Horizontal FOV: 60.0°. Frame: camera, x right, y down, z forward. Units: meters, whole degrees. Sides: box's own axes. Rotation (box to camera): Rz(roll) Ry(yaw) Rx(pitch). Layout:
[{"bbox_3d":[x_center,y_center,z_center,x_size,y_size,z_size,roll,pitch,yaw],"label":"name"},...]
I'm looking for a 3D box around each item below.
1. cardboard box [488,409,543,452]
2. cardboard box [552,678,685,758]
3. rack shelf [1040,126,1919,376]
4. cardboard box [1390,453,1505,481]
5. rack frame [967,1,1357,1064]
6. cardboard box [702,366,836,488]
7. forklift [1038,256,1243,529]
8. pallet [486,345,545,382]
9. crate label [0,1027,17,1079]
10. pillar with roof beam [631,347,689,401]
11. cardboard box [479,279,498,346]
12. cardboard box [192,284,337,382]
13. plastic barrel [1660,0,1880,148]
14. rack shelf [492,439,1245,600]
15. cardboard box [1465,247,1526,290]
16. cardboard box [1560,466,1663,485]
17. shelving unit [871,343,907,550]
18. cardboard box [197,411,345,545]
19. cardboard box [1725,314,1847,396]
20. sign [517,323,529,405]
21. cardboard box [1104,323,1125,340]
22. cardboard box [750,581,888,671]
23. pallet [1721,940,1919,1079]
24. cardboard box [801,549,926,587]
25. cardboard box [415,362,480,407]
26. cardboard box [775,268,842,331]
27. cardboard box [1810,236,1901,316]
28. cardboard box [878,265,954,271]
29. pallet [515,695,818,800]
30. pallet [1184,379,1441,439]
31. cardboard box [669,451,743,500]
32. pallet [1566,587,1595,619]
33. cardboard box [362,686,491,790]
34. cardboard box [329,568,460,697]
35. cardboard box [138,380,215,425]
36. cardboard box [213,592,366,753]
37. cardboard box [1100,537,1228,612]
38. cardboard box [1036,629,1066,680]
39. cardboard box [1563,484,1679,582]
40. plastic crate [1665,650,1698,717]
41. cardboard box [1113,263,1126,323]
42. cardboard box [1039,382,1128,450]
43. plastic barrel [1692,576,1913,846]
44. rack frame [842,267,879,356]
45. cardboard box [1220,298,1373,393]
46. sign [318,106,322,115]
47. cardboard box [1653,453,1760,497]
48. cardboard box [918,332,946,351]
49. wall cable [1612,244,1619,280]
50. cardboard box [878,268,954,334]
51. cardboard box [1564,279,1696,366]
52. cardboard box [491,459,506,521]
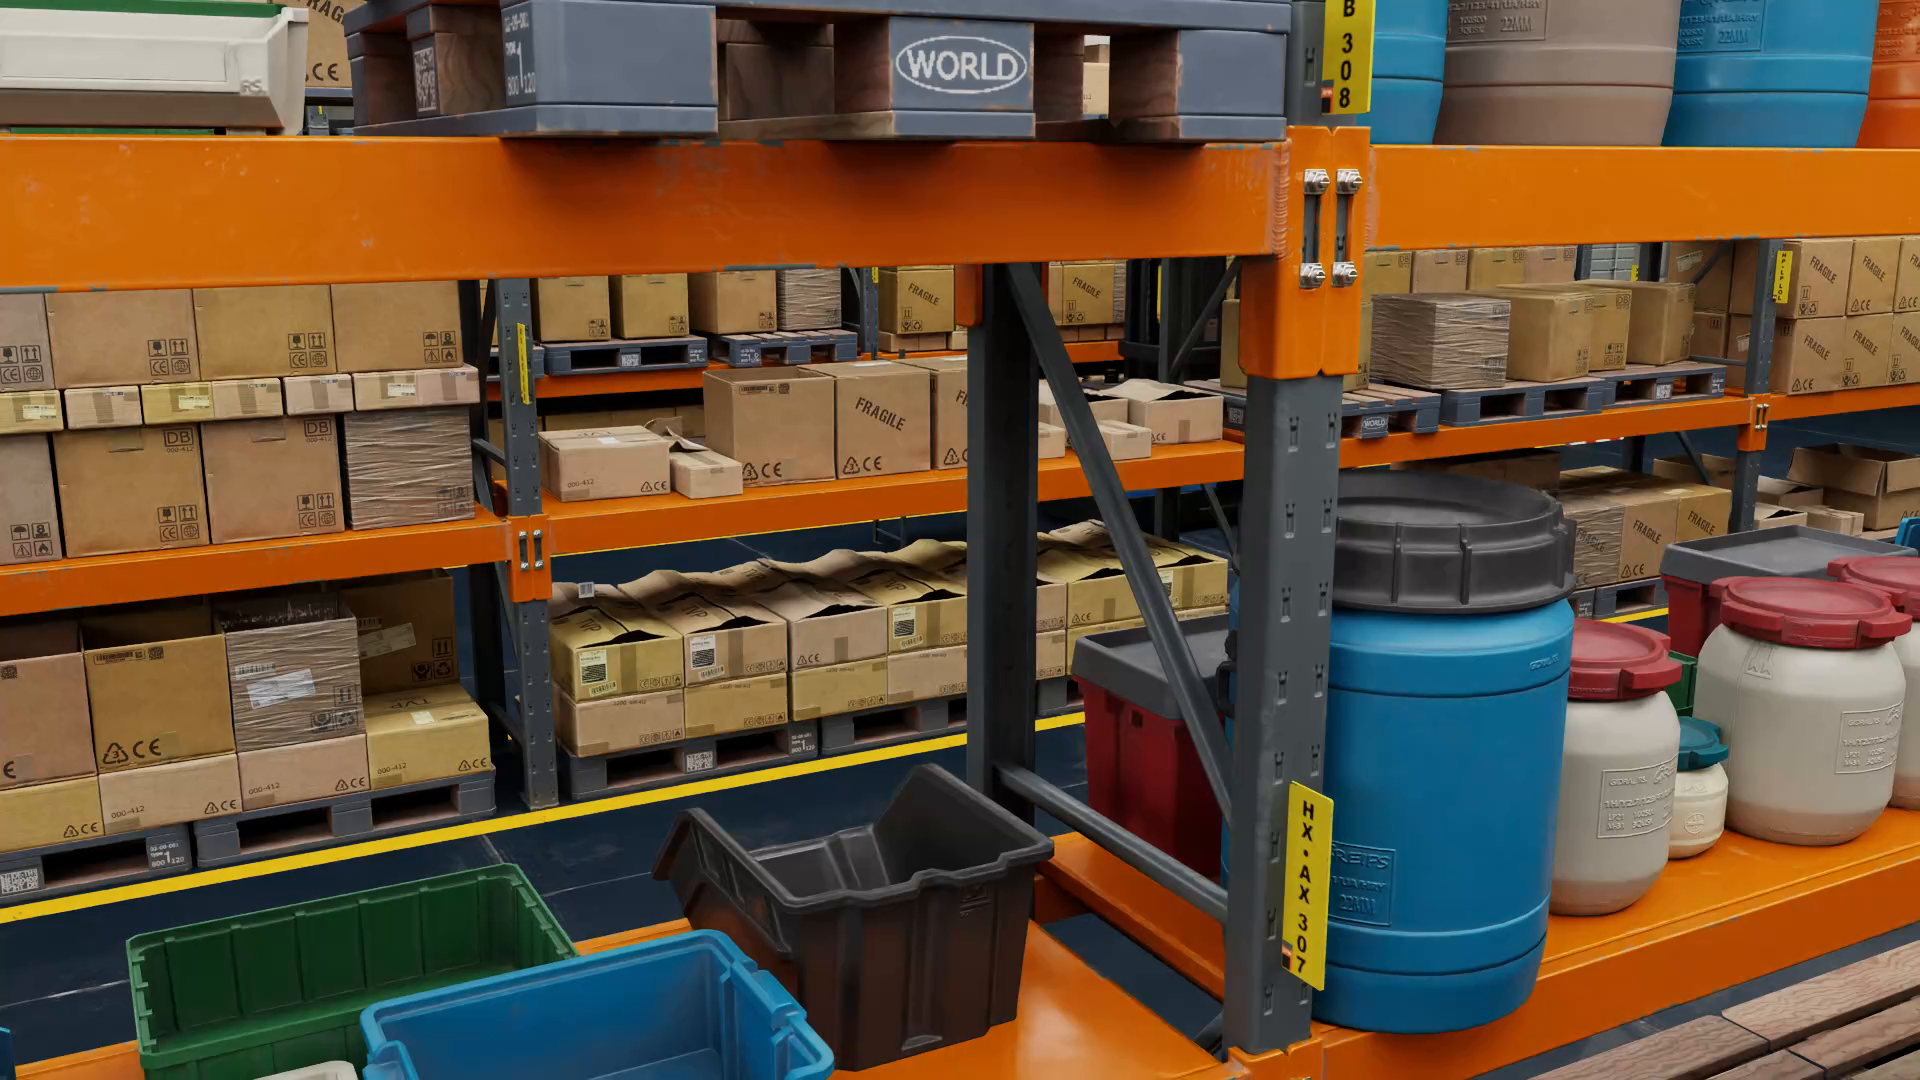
[{"bbox_3d":[-3.420,-0.814,12.377,0.500,0.250,0.500,-7,15,-29],"label":"cardboard box"},{"bbox_3d":[-1.593,0.771,7.658,0.500,0.250,0.500,-7,15,-29],"label":"cardboard box"},{"bbox_3d":[2.059,-0.739,3.867,4.000,0.370,1.077,-7,14,-28],"label":"rack shelf"},{"bbox_3d":[3.097,-0.411,10.589,0.500,0.250,0.500,-7,15,-29],"label":"cardboard box"},{"bbox_3d":[0.304,0.584,3.182,0.127,3.000,1.000,-7,14,-28],"label":"rack frame"},{"bbox_3d":[-0.922,-0.553,8.006,0.500,0.500,0.500,-6,14,-24],"label":"cardboard box"},{"bbox_3d":[2.142,-1.682,13.408,3.031,2.935,1.130,-7,15,-29],"label":"forklift"},{"bbox_3d":[-3.702,-1.284,11.919,1.213,0.211,1.003,-7,14,-28],"label":"pallet"},{"bbox_3d":[-1.721,0.742,2.400,0.616,0.435,0.502,-7,14,-28],"label":"crate label"},{"bbox_3d":[-0.425,-3.873,9.323,0.400,9.000,9.100,-7,14,-28],"label":"pillar with roof beam"},{"bbox_3d":[-3.486,-1.693,12.070,0.500,0.500,0.700,-5,14,-22],"label":"cardboard box"},{"bbox_3d":[-2.896,-0.951,6.822,0.500,0.500,0.700,-7,14,-28],"label":"cardboard box"},{"bbox_3d":[1.794,-1.357,3.833,0.708,0.901,0.600,-7,14,-28],"label":"plastic barrel"},{"bbox_3d":[-0.311,-0.230,8.439,4.000,0.370,1.077,-7,14,-28],"label":"rack shelf"},{"bbox_3d":[5.014,-2.600,16.646,0.700,0.700,0.980,-7,14,-28],"label":"cardboard box"},{"bbox_3d":[4.414,-0.204,11.374,0.500,0.500,0.500,-8,15,-30],"label":"cardboard box"},{"bbox_3d":[-0.075,-0.723,12.405,1.048,1.500,0.538,-7,14,-28],"label":"shelving unit"},{"bbox_3d":[-2.913,-0.315,6.950,0.500,0.500,0.700,-7,14,-28],"label":"cardboard box"},{"bbox_3d":[5.534,-1.262,11.159,0.500,0.500,0.500,-6,14,-26],"label":"cardboard box"},{"bbox_3d":[-1.799,-0.725,6.847,0.005,0.325,0.100,-7,14,-28],"label":"sign"},{"bbox_3d":[1.282,-1.839,14.474,0.250,0.149,0.380,-7,15,-29],"label":"cardboard box"},{"bbox_3d":[-0.689,0.390,8.072,0.500,0.311,0.500,-7,15,-30],"label":"cardboard box"},{"bbox_3d":[3.116,1.598,5.029,1.213,0.211,1.003,-7,14,-28],"label":"pallet"},{"bbox_3d":[-0.512,0.234,8.766,0.500,0.311,0.500,-7,14,-29],"label":"cardboard box"},{"bbox_3d":[-2.202,-0.666,7.033,0.250,0.149,0.380,-7,14,-28],"label":"cardboard box"},{"bbox_3d":[-1.340,-1.958,13.248,0.500,0.500,0.700,-9,15,-34],"label":"cardboard box"},{"bbox_3d":[5.957,-1.799,11.265,0.500,0.500,0.500,-7,15,-30],"label":"cardboard box"},{"bbox_3d":[-0.385,-2.317,13.412,0.500,0.250,0.500,-6,14,-27],"label":"cardboard box"},{"bbox_3d":[-1.438,0.904,8.109,1.213,0.211,1.003,-7,14,-28],"label":"pallet"},{"bbox_3d":[2.006,-0.783,9.693,1.003,0.211,1.213,-7,14,-28],"label":"pallet"},{"bbox_3d":[-1.191,-0.302,7.692,0.250,0.149,0.380,-7,14,-28],"label":"cardboard box"},{"bbox_3d":[3.188,0.370,10.484,1.213,0.211,1.003,-7,14,-28],"label":"pallet"},{"bbox_3d":[-2.369,0.857,7.277,0.500,0.250,0.500,-7,14,-28],"label":"cardboard box"},{"bbox_3d":[-2.623,0.388,7.650,0.500,0.500,0.500,-7,14,-28],"label":"cardboard box"},{"bbox_3d":[-3.096,-0.560,6.559,0.250,0.149,0.380,-7,14,-28],"label":"cardboard box"},{"bbox_3d":[-2.813,0.541,6.971,0.500,0.500,0.500,-7,14,-28],"label":"cardboard box"},{"bbox_3d":[1.103,0.174,9.034,0.500,0.311,0.500,-6,14,-26],"label":"cardboard box"},{"bbox_3d":[0.206,0.554,8.620,0.500,0.250,0.500,-6,14,-27],"label":"cardboard box"},{"bbox_3d":[4.222,-0.050,10.691,0.500,0.500,0.500,-7,14,-28],"label":"cardboard box"},{"bbox_3d":[1.697,0.450,4.261,0.662,0.188,0.450,-7,14,-28],"label":"plastic crate"},{"bbox_3d":[1.406,-2.167,14.453,0.500,0.500,0.500,-7,14,-28],"label":"cardboard box"},{"bbox_3d":[0.567,-0.691,9.053,0.500,0.311,0.500,-7,14,-29],"label":"cardboard box"},{"bbox_3d":[1.893,0.382,3.769,0.433,0.535,0.433,0,13,0],"label":"plastic barrel"},{"bbox_3d":[-0.932,-1.746,13.535,0.127,3.000,1.000,-7,14,-28],"label":"rack frame"},{"bbox_3d":[1.943,-1.133,9.629,0.700,0.500,0.500,11,17,41],"label":"cardboard box"},{"bbox_3d":[-4.176,-2.937,10.818,0.005,0.325,0.100,-7,14,-28],"label":"sign"},{"bbox_3d":[5.320,-0.322,11.900,0.500,0.500,0.500,-7,14,-28],"label":"cardboard box"},{"bbox_3d":[-0.307,-1.648,13.627,0.250,0.149,0.380,-7,14,-27],"label":"cardboard box"},{"bbox_3d":[6.760,-3.400,18.572,1.851,1.984,0.084,-7,14,-28],"label":"wall cable"},{"bbox_3d":[-0.383,-1.951,13.497,0.500,0.500,0.500,-6,14,-26],"label":"cardboard box"},{"bbox_3d":[4.433,-1.459,11.078,0.700,0.500,0.500,11,17,41],"label":"cardboard box"},{"bbox_3d":[-3.375,-0.465,12.535,0.500,0.500,0.700,-7,15,-29],"label":"cardboard box"}]
